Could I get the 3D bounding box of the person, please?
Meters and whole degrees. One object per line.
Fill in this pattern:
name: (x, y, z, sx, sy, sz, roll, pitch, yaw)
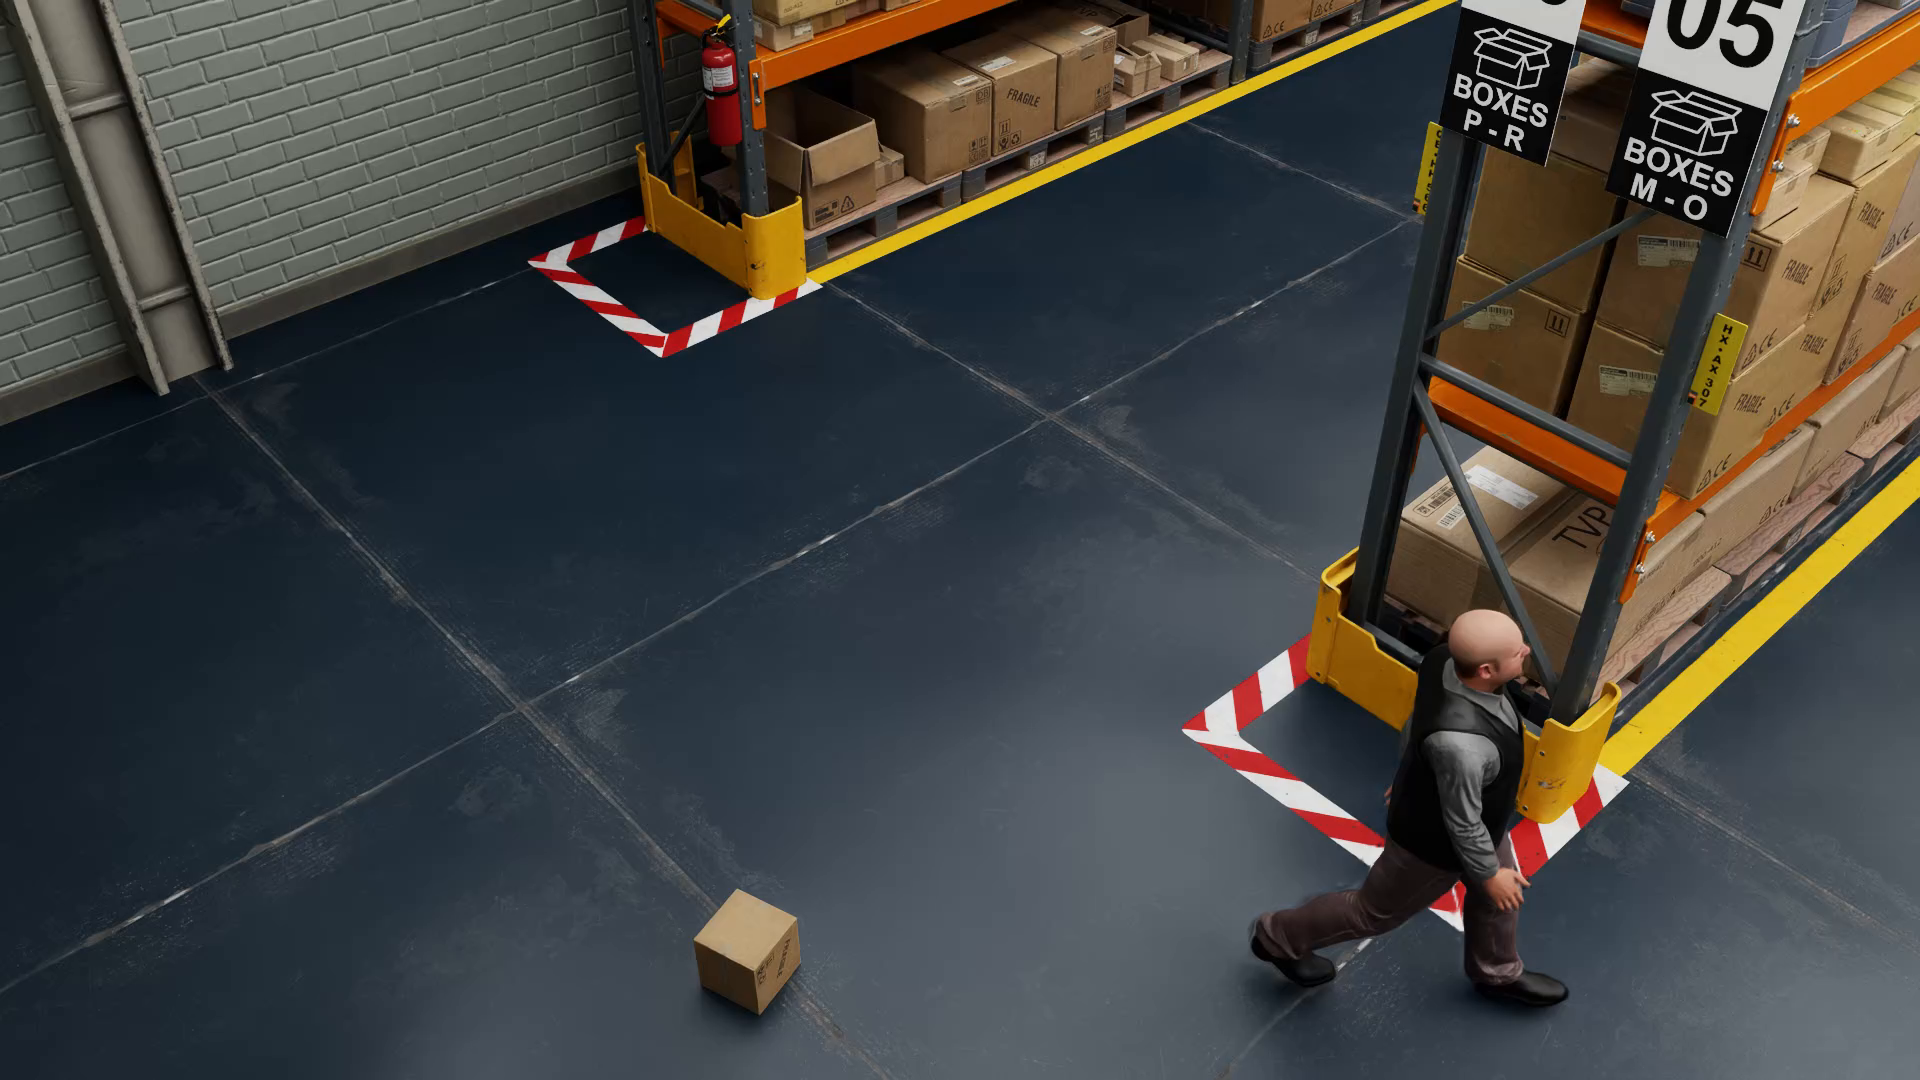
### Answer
person: (1.507, 0.875, 5.119, 1.044, 1.676, 0.540, 13, 41, 15)
